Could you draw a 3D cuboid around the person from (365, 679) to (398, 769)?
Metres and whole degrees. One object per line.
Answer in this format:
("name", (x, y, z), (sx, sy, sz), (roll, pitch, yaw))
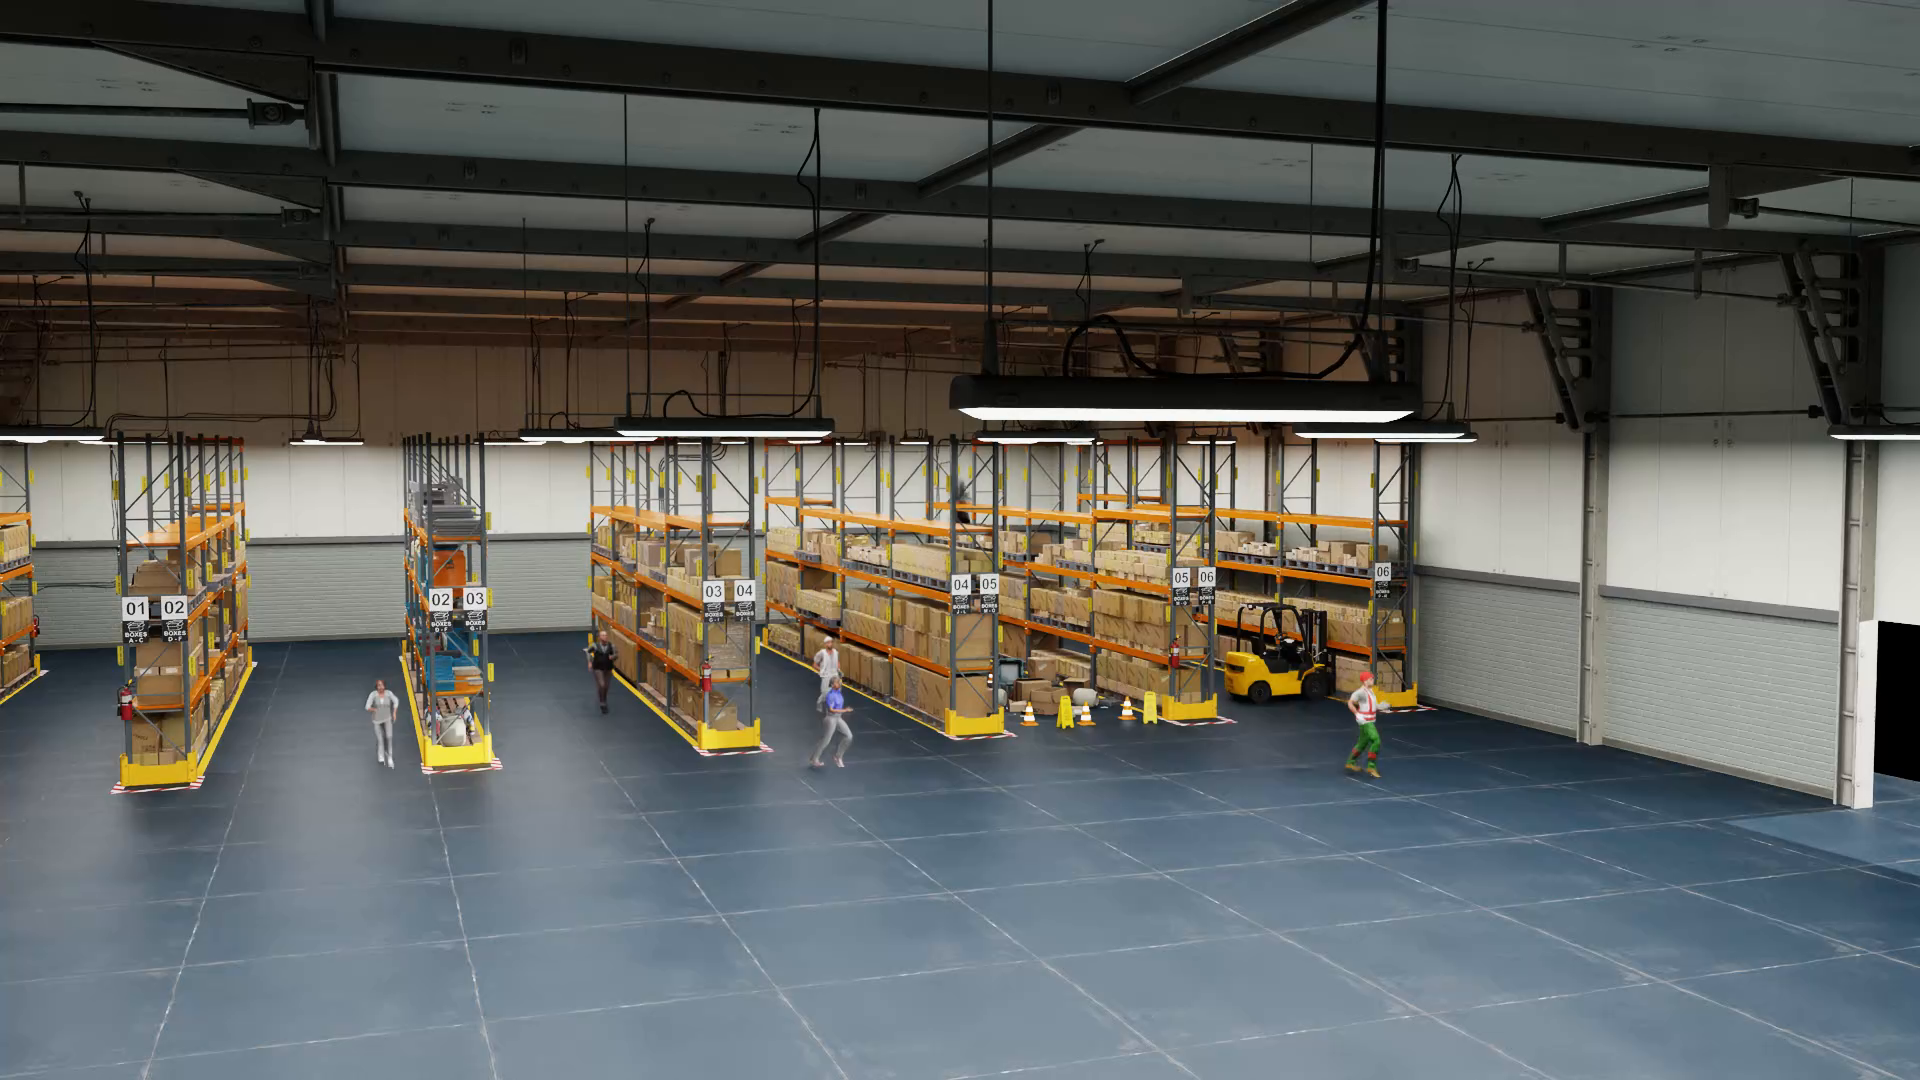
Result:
("person", (-10.372, 3.279, 29.843), (0.565, 1.611, 0.744), (-1, 3, -20))

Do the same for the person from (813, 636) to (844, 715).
("person", (-2.787, 2.901, 35.131), (0.651, 1.742, 0.645), (-2, 4, -30))

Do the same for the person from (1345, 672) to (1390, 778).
("person", (7.107, 3.219, 29.024), (0.746, 1.845, 0.646), (1, 3, 25))

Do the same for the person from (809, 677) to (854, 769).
("person", (-2.252, 3.254, 29.646), (0.854, 1.660, 0.583), (1, 3, 24))

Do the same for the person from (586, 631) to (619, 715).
("person", (-7.737, 2.853, 36.066), (0.627, 1.773, 0.868), (-2, 4, -30))
